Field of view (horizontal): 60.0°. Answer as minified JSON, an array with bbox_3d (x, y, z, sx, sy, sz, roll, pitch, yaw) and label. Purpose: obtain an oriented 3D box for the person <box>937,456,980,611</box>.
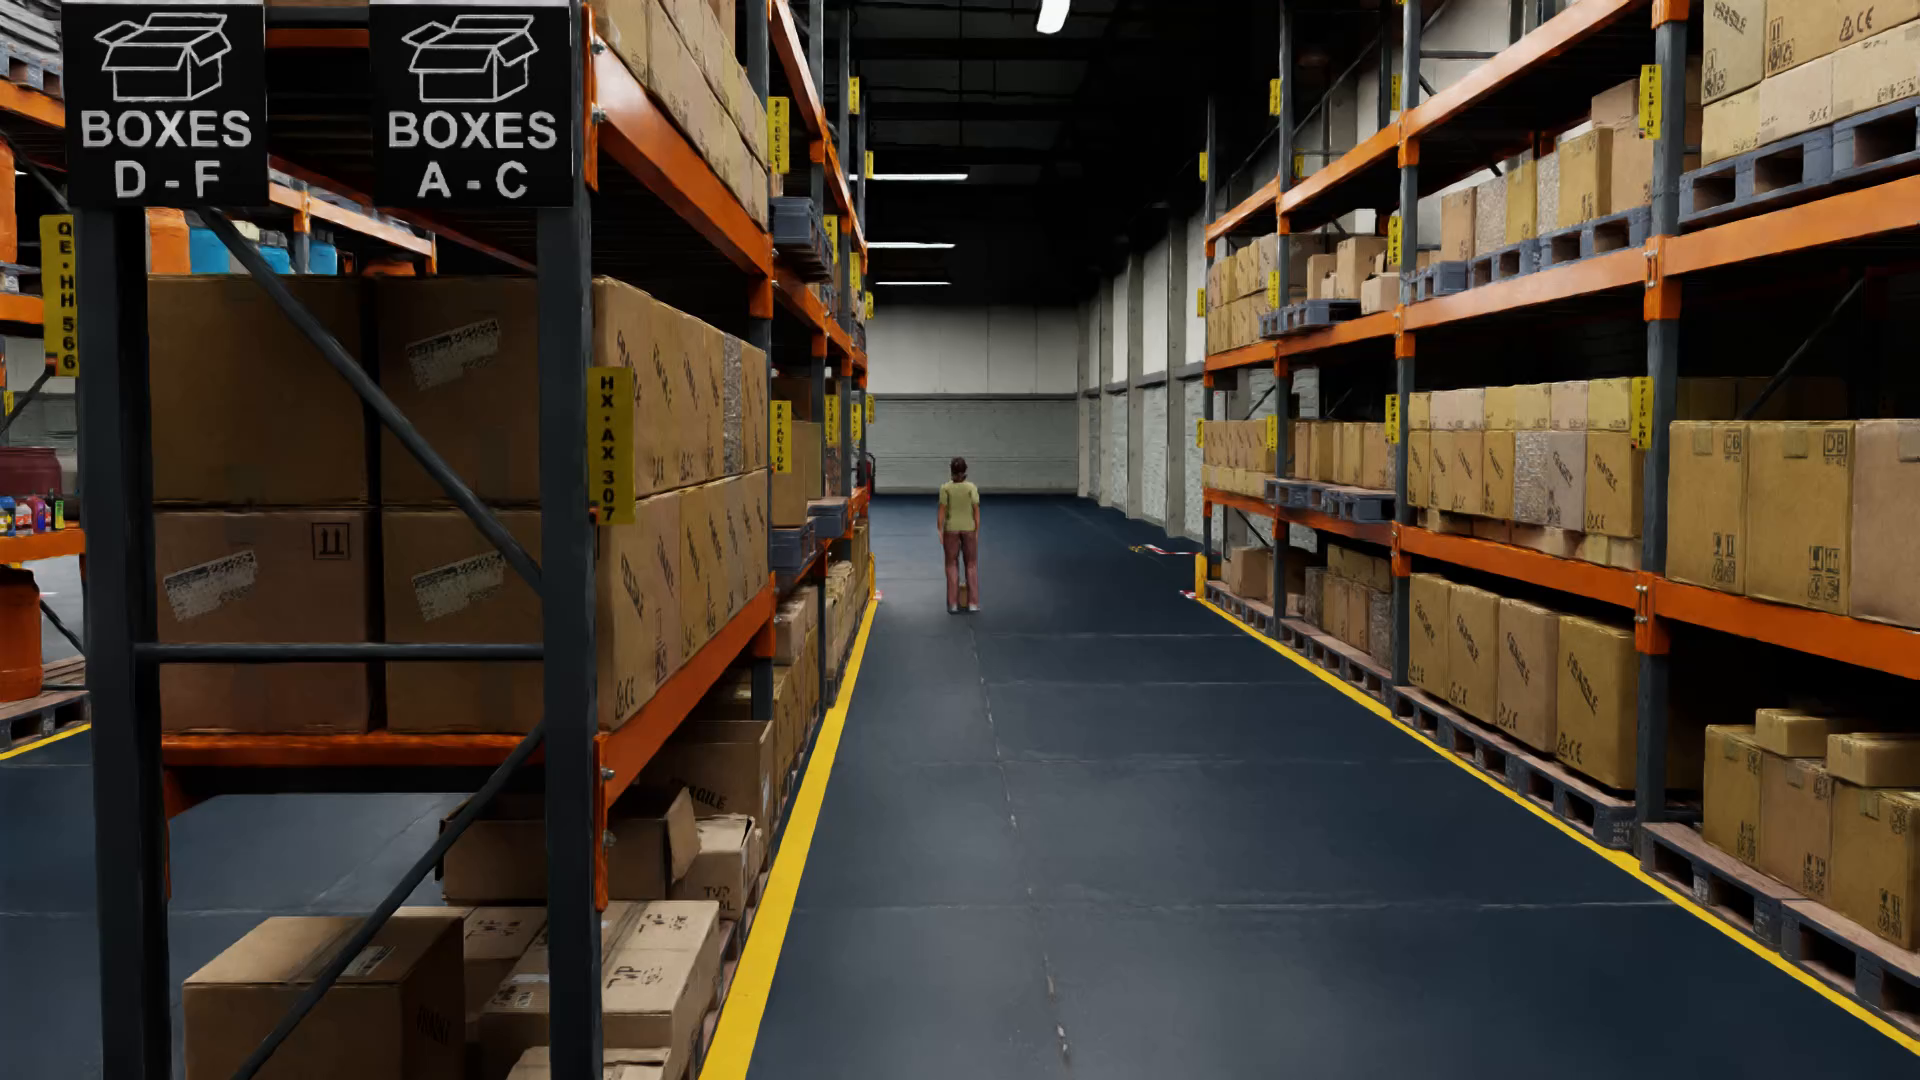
[{"bbox_3d":[-0.013,-0.064,17.956,0.462,1.669,0.418,0,4,0],"label":"person"}]
